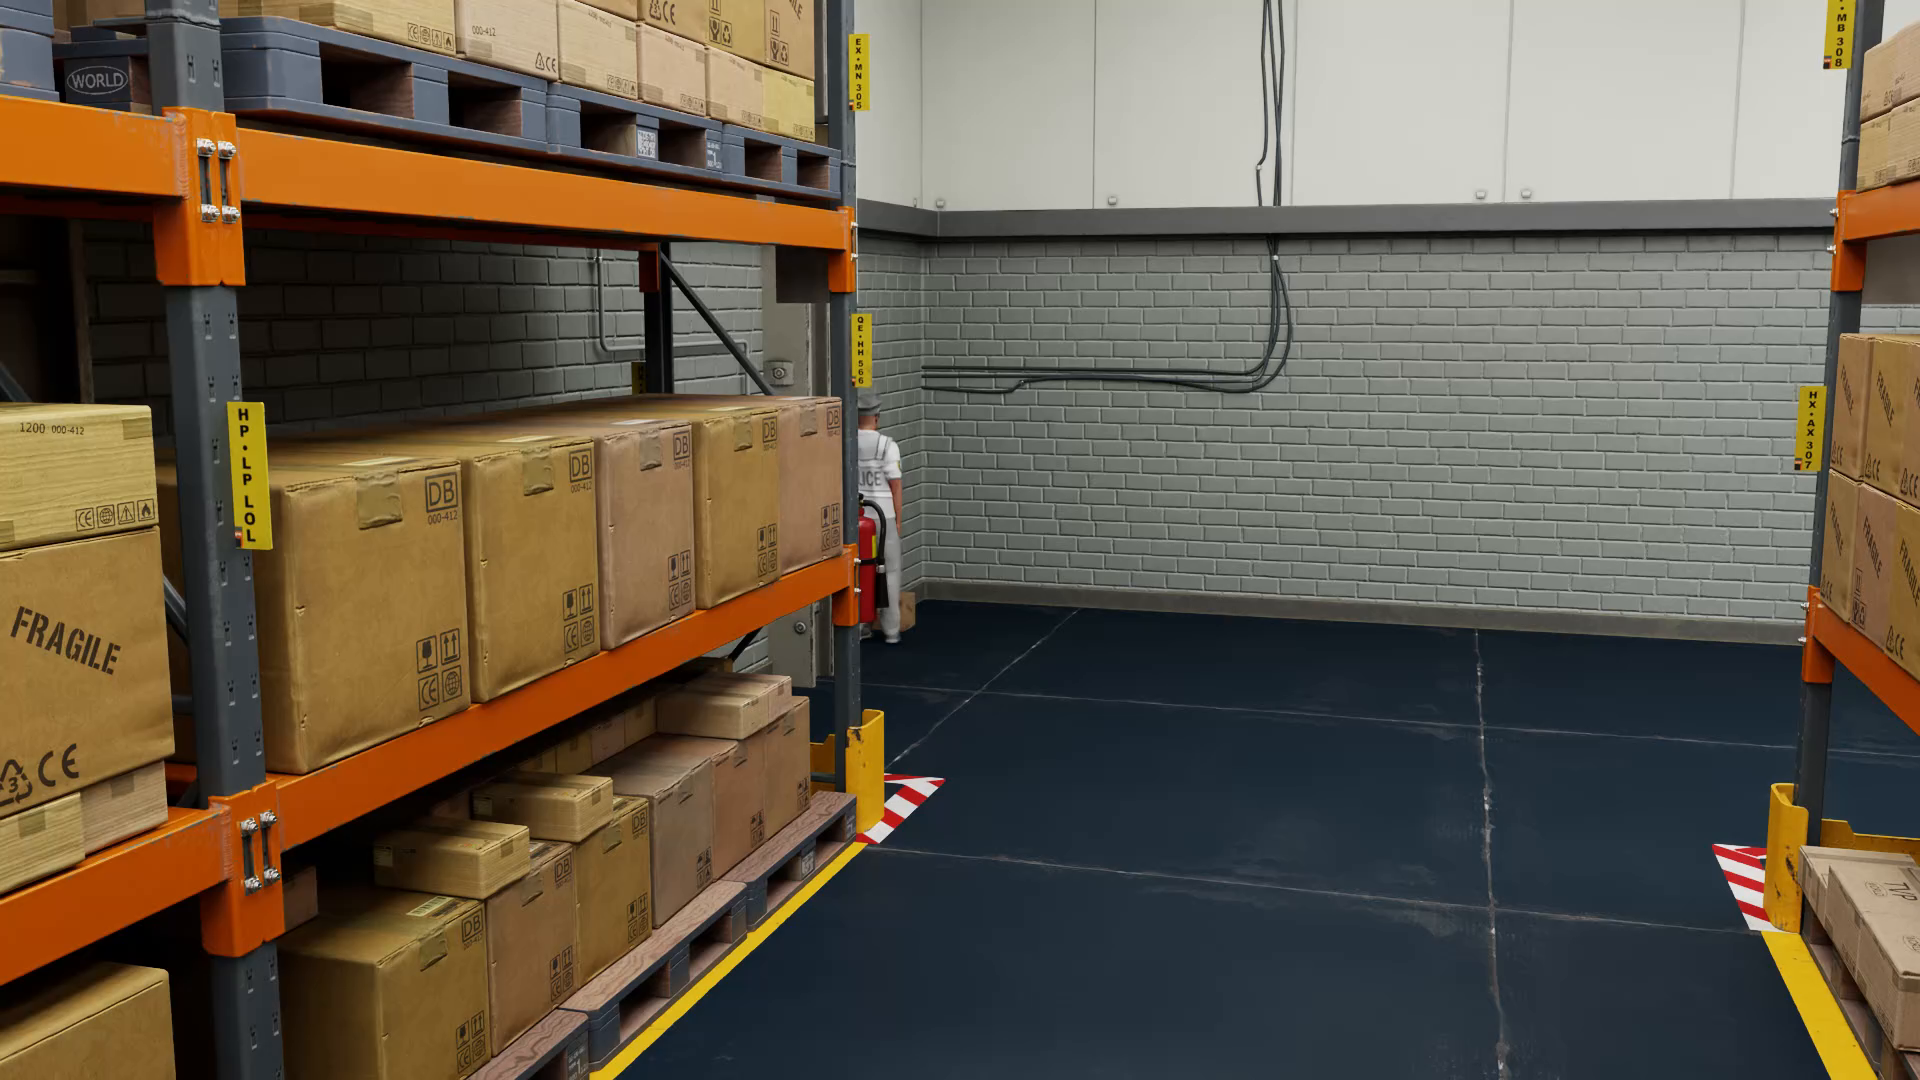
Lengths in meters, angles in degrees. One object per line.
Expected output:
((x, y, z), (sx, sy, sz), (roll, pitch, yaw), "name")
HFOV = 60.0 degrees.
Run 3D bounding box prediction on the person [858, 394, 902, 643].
((-0.649, -0.149, 11.804), (0.532, 1.768, 0.394), (3, 9, 18), "person")
